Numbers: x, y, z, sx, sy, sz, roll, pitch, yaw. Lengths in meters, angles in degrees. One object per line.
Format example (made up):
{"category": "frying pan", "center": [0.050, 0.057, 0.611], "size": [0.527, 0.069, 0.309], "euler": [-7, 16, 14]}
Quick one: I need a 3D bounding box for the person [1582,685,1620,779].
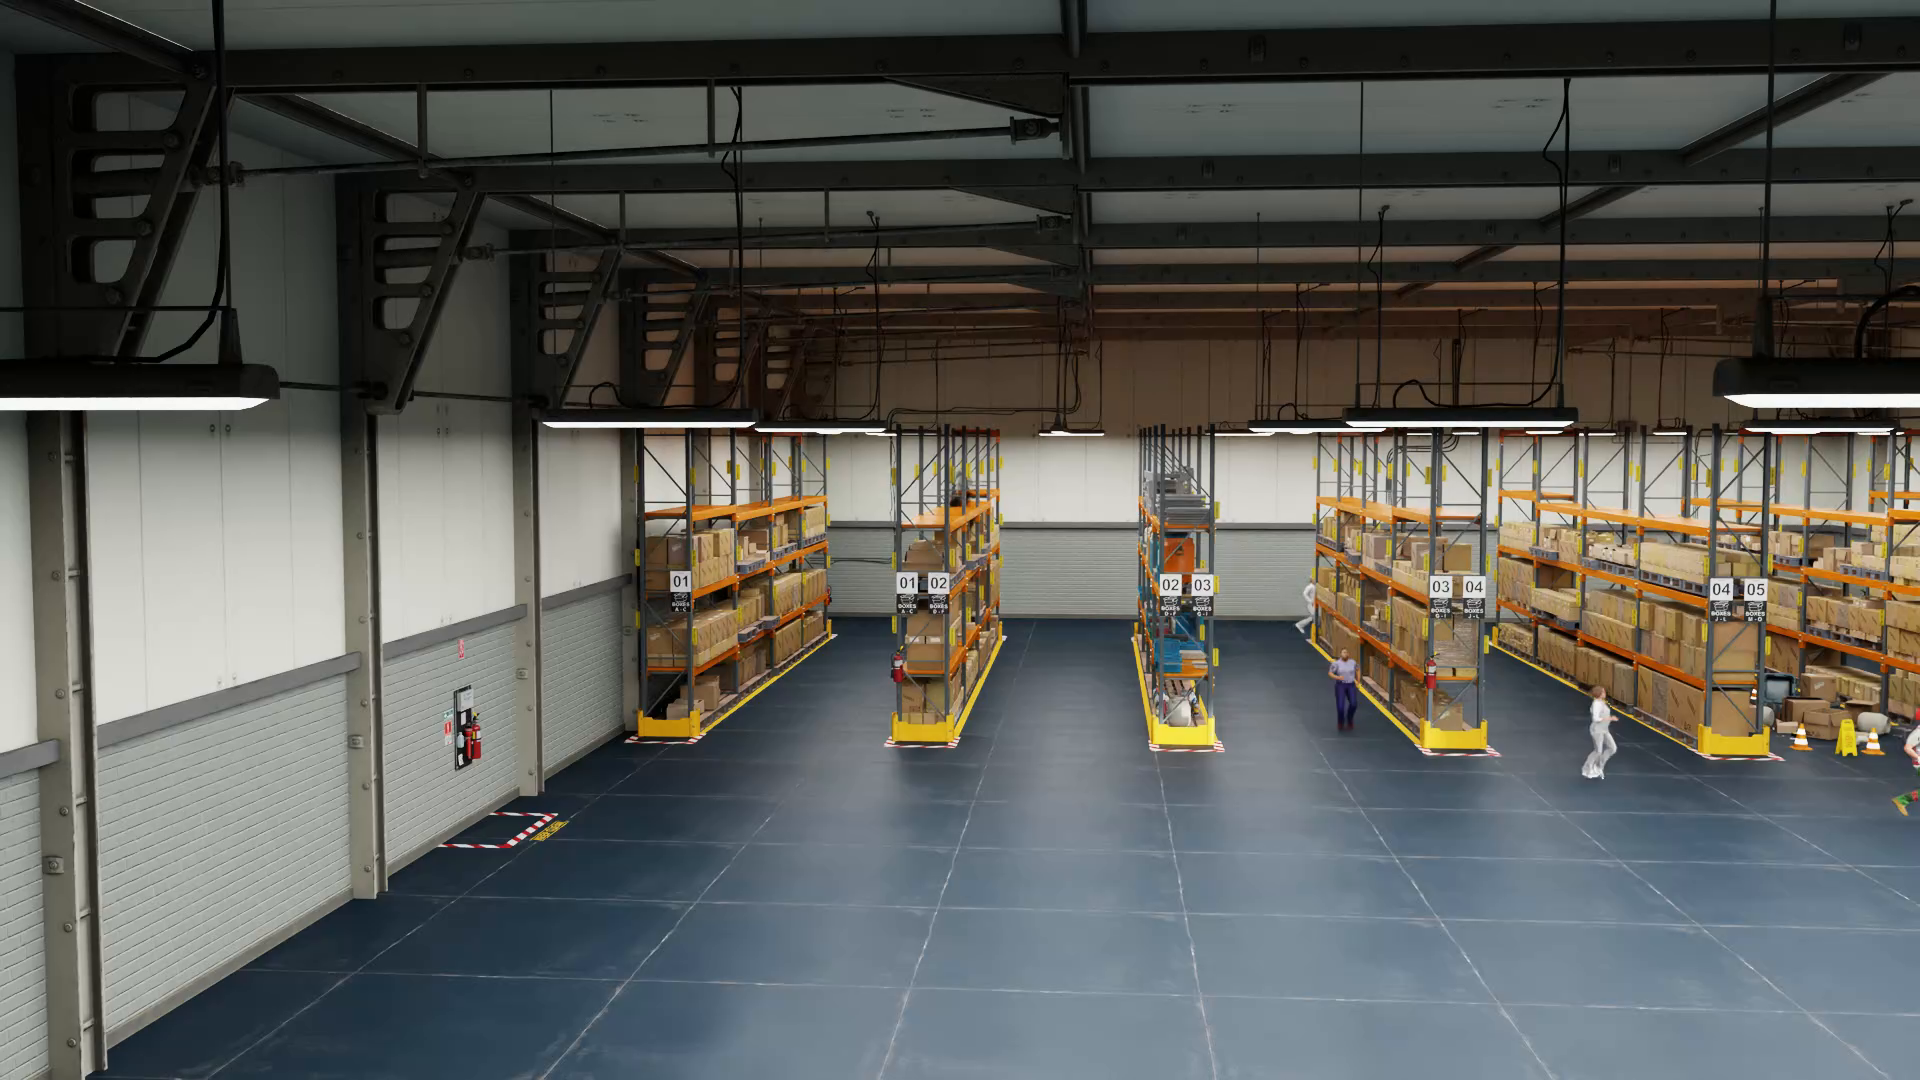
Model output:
{"category": "person", "center": [10.754, 3.230, 27.868], "size": [0.614, 1.594, 0.516], "euler": [3, 4, 38]}

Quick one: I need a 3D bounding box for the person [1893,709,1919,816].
{"category": "person", "center": [14.192, 3.353, 24.489], "size": [0.657, 1.758, 0.849], "euler": [-3, 5, -44]}

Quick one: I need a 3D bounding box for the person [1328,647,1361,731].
{"category": "person", "center": [7.542, 2.929, 32.553], "size": [0.667, 1.630, 0.604], "euler": [0, 3, 1]}

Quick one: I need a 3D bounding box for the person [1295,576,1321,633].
{"category": "person", "center": [10.161, 1.920, 48.085], "size": [0.923, 1.783, 0.681], "euler": [1, 4, 21]}
